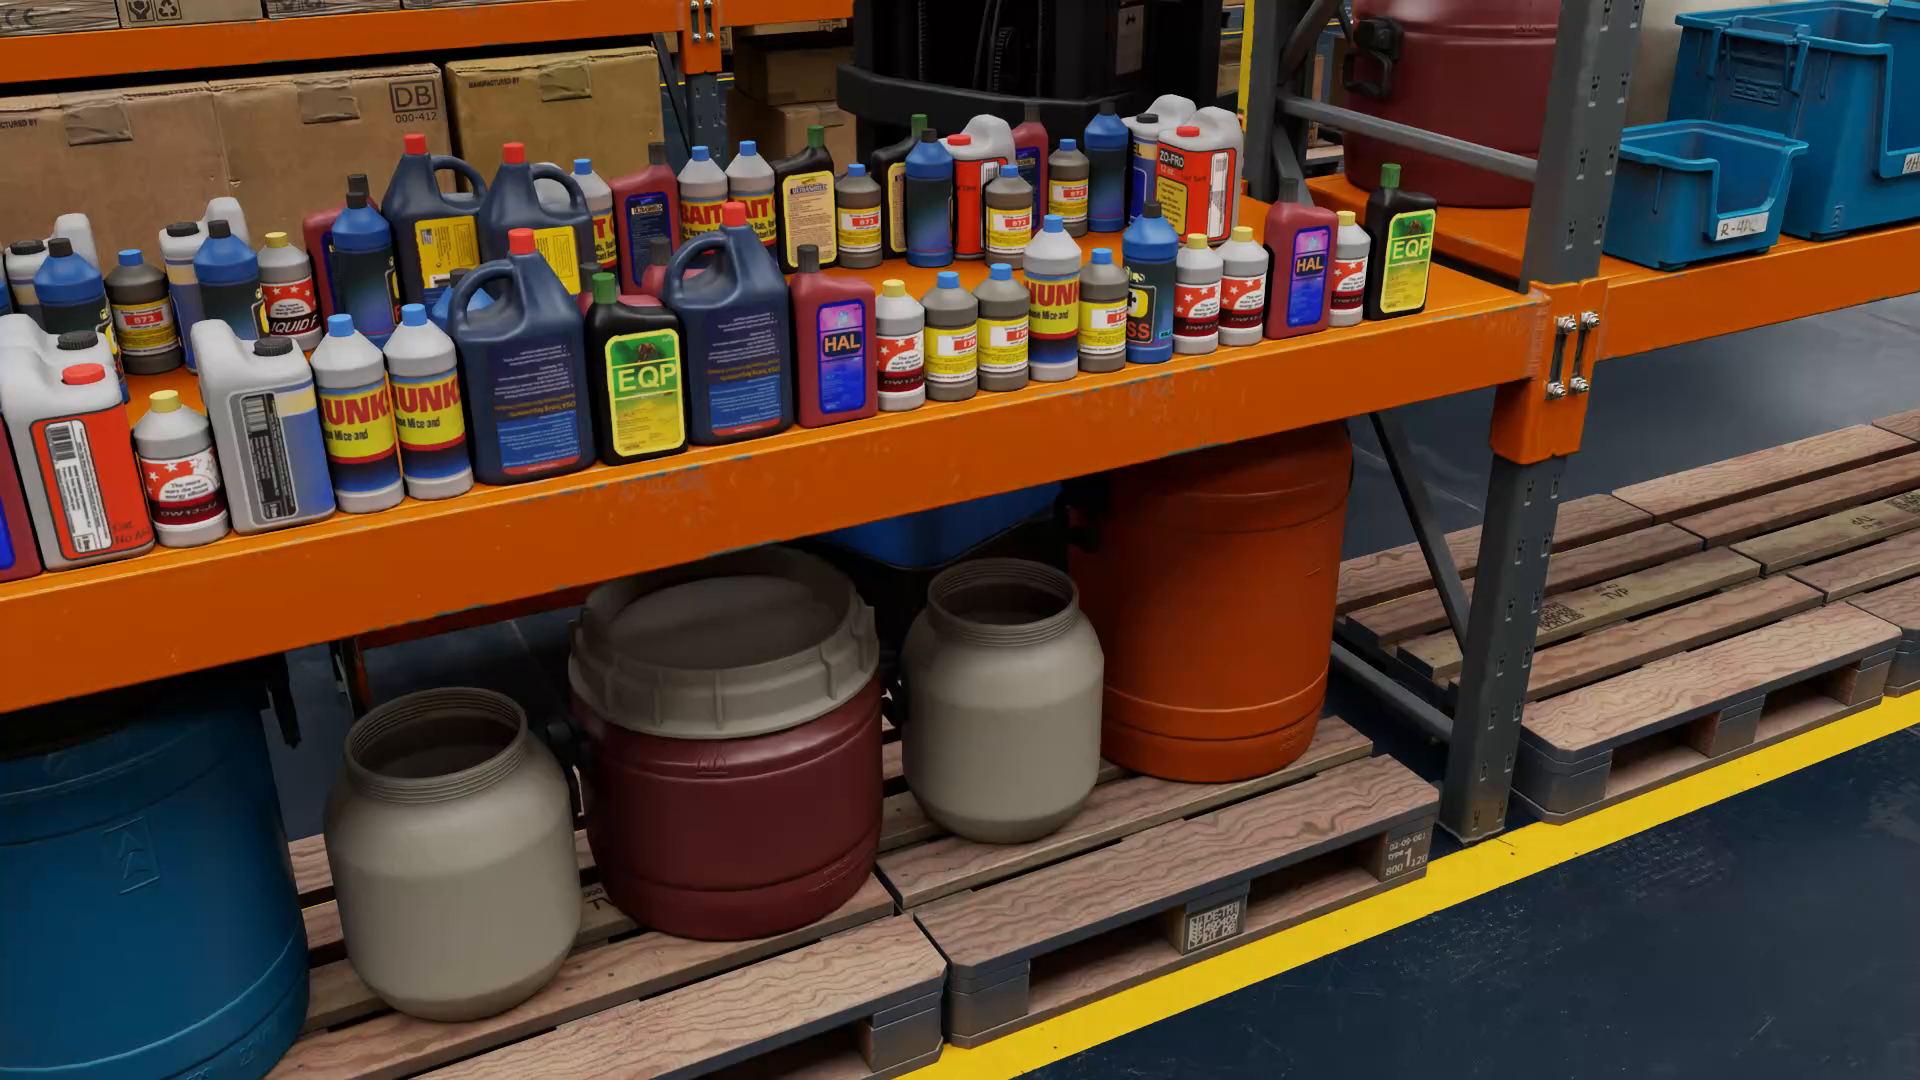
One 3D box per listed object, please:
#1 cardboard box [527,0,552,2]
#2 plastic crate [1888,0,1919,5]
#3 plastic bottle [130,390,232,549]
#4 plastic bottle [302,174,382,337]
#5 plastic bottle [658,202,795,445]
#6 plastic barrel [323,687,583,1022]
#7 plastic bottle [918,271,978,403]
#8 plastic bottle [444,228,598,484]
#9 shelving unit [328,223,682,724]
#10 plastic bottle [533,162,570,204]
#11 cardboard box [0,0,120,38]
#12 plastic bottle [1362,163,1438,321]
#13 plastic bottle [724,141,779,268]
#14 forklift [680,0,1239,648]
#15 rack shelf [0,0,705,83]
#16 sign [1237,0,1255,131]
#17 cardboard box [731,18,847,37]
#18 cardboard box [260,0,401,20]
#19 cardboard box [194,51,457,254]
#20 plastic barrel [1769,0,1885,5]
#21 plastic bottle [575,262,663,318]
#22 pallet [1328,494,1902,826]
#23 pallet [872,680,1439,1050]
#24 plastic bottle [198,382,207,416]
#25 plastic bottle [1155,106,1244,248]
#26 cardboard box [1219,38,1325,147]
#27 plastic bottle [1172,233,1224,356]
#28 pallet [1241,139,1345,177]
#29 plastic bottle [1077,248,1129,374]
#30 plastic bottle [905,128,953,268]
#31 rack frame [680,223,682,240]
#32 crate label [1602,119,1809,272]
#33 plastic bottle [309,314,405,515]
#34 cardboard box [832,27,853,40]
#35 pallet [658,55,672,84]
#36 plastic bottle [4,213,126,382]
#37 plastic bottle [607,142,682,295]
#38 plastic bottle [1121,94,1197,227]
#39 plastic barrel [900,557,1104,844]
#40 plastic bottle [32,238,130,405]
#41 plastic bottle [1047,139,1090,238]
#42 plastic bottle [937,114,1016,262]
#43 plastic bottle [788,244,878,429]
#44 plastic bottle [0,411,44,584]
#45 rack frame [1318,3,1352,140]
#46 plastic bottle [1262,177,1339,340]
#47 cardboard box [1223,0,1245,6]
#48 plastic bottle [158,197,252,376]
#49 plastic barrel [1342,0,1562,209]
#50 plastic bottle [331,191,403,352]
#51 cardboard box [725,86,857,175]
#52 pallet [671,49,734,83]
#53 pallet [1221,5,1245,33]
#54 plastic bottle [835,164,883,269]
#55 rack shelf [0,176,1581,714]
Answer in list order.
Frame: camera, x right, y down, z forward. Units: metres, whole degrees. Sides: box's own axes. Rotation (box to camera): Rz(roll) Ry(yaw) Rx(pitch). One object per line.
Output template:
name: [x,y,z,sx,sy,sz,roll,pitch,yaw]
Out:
cardboard box: [-1.683,-2.595,7.073,0.500,0.500,0.500,-12,28,-24]
plastic crate: [2.536,-1.094,3.990,0.583,0.464,0.402,-13,29,-25]
plastic bottle: [-1.043,-0.100,2.221,0.097,0.201,0.097,0,26,0]
plastic bottle: [-1.094,-0.506,2.973,0.133,0.283,0.061,-13,29,-25]
plastic bottle: [-0.358,-0.337,2.542,0.185,0.351,0.144,-13,29,-25]
plastic barrel: [-0.910,0.564,2.999,0.421,0.512,0.421,0,26,0]
plastic bottle: [-0.019,-0.336,2.714,0.097,0.201,0.097,0,26,0]
plastic bottle: [-0.639,-0.272,2.407,0.185,0.351,0.144,-13,29,-25]
shelving unit: [-1.109,-0.146,4.254,1.048,1.125,0.538,-12,28,-24]
plastic bottle: [-0.791,-0.550,3.074,0.135,0.276,0.152,-13,29,-25]
cardboard box: [-3.485,-2.178,6.205,0.500,0.500,0.500,-14,29,-26]
plastic bottle: [0.810,-0.555,3.076,0.133,0.283,0.061,-13,29,-25]
plastic bottle: [-0.412,-0.649,3.285,0.097,0.271,0.097,0,26,0]
forklift: [0.446,-1.595,5.185,1.130,2.935,3.031,19,32,35]
rack shelf: [-3.129,-2.013,6.809,4.000,0.370,1.077,-13,29,-25]
sign: [0.701,-1.136,3.961,0.005,0.325,0.100,-13,29,-25]
cardboard box: [-1.438,-4.294,12.842,0.750,0.750,1.050,-13,29,-25]
cardboard box: [-2.582,-2.389,6.644,0.500,0.500,0.500,-14,29,-27]
cardboard box: [-2.773,-1.665,7.222,0.875,0.875,1.225,-13,29,-25]
plastic barrel: [2.145,-1.281,4.323,0.421,0.512,0.421,0,26,0]
plastic bottle: [-0.508,-0.281,2.505,0.133,0.283,0.061,-13,29,-25]
pallet: [1.668,0.261,4.463,1.213,0.211,1.003,-13,29,-25]
pallet: [0.290,0.580,3.798,1.213,0.211,1.003,-13,29,-25]
plastic bottle: [-1.029,-0.178,2.384,0.097,0.201,0.097,0,26,0]
plastic bottle: [0.504,-0.775,3.541,0.135,0.276,0.152,-13,29,-25]
cardboard box: [1.613,-2.514,9.401,0.500,0.500,0.700,-15,30,-29]
plastic bottle: [0.410,-0.435,2.920,0.097,0.201,0.097,0,26,0]
pallet: [1.479,-2.143,9.470,1.213,0.211,1.003,-13,29,-25]
plastic bottle: [0.239,-0.396,2.838,0.097,0.201,0.097,0,26,0]
plastic bottle: [-0.062,-0.700,3.391,0.097,0.271,0.097,0,26,0]
rack frame: [-0.655,-0.245,4.460,0.032,1.125,0.500,-12,28,-24]
crate label: [1.515,-0.721,3.479,0.416,0.233,0.303,-13,29,-25]
plastic bottle: [-0.838,-0.178,2.305,0.097,0.271,0.097,0,26,0]
cardboard box: [-0.324,-2.414,8.326,0.500,0.250,0.500,-10,27,-19]
pallet: [-2.878,-3.535,12.368,1.213,0.211,1.003,-13,29,-25]
plastic bottle: [-1.481,-0.391,2.742,0.135,0.276,0.152,-13,29,-25]
plastic bottle: [-0.608,-0.618,3.207,0.133,0.283,0.061,-13,29,-25]
plastic bottle: [0.433,-0.833,3.662,0.135,0.276,0.152,-13,29,-25]
plastic barrel: [0.087,0.334,3.478,0.421,0.512,0.421,0,26,0]
plastic bottle: [-1.406,-0.345,2.652,0.097,0.271,0.097,0,26,0]
plastic bottle: [0.232,-0.766,3.610,0.097,0.201,0.097,0,26,0]
plastic bottle: [0.024,-0.739,3.466,0.135,0.276,0.152,-13,29,-25]
plastic bottle: [-0.198,-0.323,2.591,0.133,0.283,0.061,-13,29,-25]
plastic bottle: [-1.255,-0.079,2.083,0.133,0.283,0.061,-13,29,-25]
rack frame: [2.165,-3.560,9.198,0.127,3.000,1.000,-13,29,-25]
plastic bottle: [0.607,-0.508,2.978,0.133,0.283,0.061,-13,29,-25]
cardboard box: [2.107,-5.177,14.537,0.875,0.875,0.875,-13,29,-26]
plastic bottle: [-1.277,-0.438,2.841,0.135,0.276,0.152,-13,29,-25]
plastic barrel: [1.233,-1.125,3.970,0.708,0.536,0.600,-13,29,-25]
plastic bottle: [-1.041,-0.474,2.921,0.097,0.271,0.097,0,26,0]
cardboard box: [-0.782,-1.961,8.247,0.500,0.500,0.700,-15,29,-28]
pallet: [-1.803,-3.781,12.882,1.213,0.211,1.003,-13,29,-25]
pallet: [1.706,-4.593,14.572,1.213,0.211,1.003,-13,29,-25]
plastic bottle: [-0.209,-0.665,3.398,0.097,0.201,0.097,0,26,0]
rack shelf: [-0.798,-0.122,2.869,4.000,0.370,1.077,-13,29,-25]
